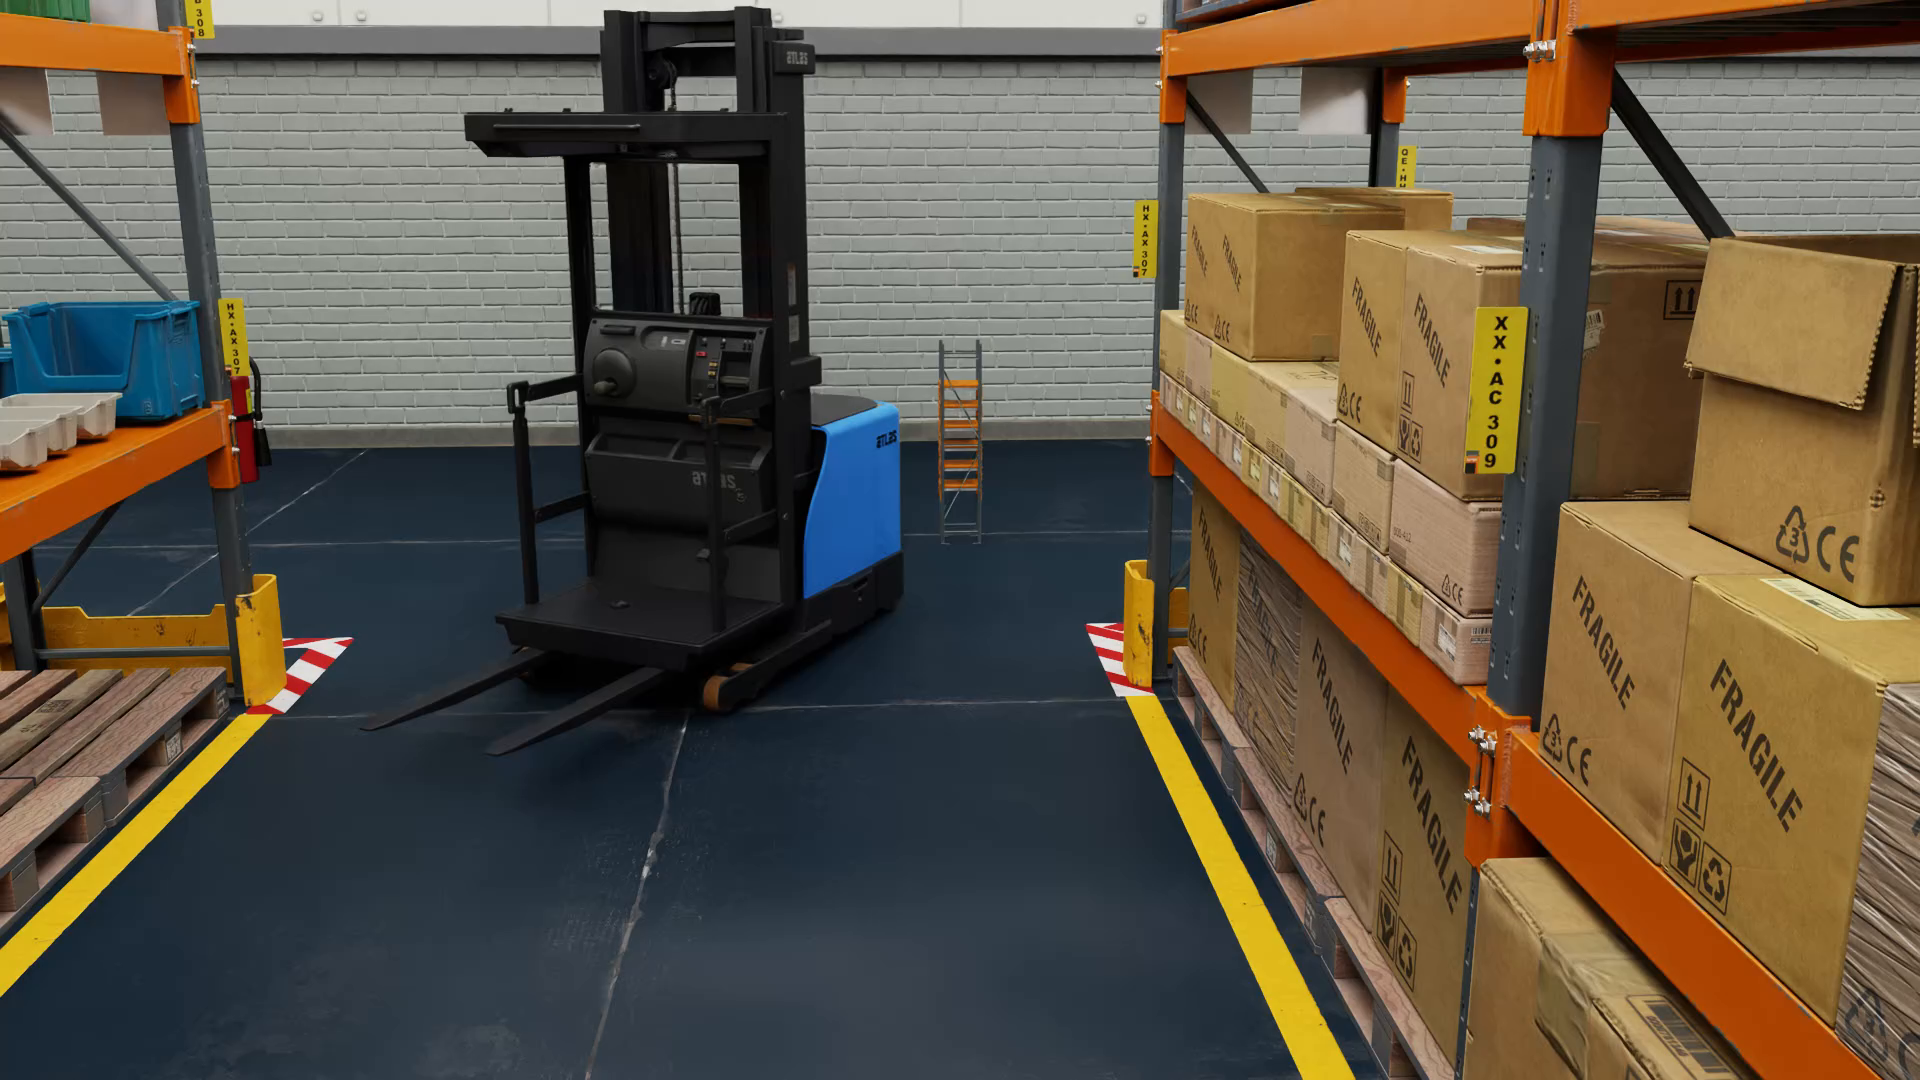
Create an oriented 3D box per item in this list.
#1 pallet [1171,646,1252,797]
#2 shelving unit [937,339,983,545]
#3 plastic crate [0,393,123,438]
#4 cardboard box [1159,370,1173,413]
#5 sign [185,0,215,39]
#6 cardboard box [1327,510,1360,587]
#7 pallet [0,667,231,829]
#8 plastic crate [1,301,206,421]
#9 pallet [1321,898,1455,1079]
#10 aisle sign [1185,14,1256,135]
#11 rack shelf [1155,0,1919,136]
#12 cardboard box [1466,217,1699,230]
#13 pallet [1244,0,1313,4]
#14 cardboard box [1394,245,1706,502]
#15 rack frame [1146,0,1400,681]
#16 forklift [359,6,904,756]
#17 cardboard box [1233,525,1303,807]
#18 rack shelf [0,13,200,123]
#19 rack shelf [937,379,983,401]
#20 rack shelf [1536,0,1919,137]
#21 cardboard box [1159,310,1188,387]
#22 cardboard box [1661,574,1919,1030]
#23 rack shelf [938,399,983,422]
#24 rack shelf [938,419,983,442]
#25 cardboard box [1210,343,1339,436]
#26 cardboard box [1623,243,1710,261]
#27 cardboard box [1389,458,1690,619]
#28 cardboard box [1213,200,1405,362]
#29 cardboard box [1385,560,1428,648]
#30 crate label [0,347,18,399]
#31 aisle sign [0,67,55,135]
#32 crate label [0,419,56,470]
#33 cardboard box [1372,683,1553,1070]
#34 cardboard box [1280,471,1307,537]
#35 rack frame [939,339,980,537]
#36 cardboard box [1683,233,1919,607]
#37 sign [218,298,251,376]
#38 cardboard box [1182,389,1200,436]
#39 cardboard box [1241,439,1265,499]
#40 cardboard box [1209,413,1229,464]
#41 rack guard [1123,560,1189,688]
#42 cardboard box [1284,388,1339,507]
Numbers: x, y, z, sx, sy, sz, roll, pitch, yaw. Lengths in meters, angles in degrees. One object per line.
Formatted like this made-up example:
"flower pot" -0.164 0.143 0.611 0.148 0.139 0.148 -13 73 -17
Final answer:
"pallet" 1.475 0.713 6.833 1.003 0.211 1.213 -1 14 -3
"shelving unit" 0.001 -0.577 9.863 0.258 1.200 0.189 -1 14 -3
"plastic crate" -3.365 -0.460 6.204 0.396 0.136 0.243 -1 14 -3
"cardboard box" 1.040 -0.620 6.922 0.380 0.149 0.250 -1 14 -3
"sign" -3.048 -2.173 6.644 0.100 0.325 0.005 -1 14 -3
"cardboard box" 1.202 0.018 4.439 0.380 0.149 0.250 -1 14 -2
"pallet" -3.583 0.797 6.504 1.003 0.211 1.213 -1 14 -3
"plastic crate" -3.389 -0.725 6.632 0.616 0.435 0.499 -1 14 -3
"pallet" 1.626 1.320 4.474 1.003 0.211 1.213 -1 14 -3
"aisle sign" 1.044 -2.108 6.981 0.394 0.787 0.004 -1 14 -3
"rack shelf" 1.472 -1.442 5.036 1.077 0.370 4.000 -1 14 -3
"cardboard box" 1.761 -0.650 4.733 0.500 0.500 0.500 -1 14 -5
"pallet" 1.483 -1.757 4.992 1.003 0.211 1.213 -1 14 -3
"cardboard box" 1.300 -0.385 3.704 0.500 0.500 0.500 0 14 -2
"rack frame" 1.348 -0.835 7.254 1.000 3.000 0.127 -1 14 -3
"forklift" -1.364 -0.795 7.234 1.130 2.935 3.031 7 16 24
"cardboard box" 1.523 0.374 5.973 0.875 0.875 0.875 -1 14 -3
"rack shelf" -3.472 -1.366 4.739 1.077 0.370 4.000 -1 14 -3
"rack shelf" 0.001 -0.883 9.784 0.258 0.103 0.180 -1 14 -3
"rack shelf" 1.719 -0.448 1.170 1.077 0.370 4.000 -1 14 -3
"cardboard box" 1.108 -0.783 6.755 0.500 0.250 0.500 -1 14 -5
"cardboard box" 1.406 0.354 2.429 0.500 0.500 0.500 -1 14 -3
"rack shelf" 0.001 -0.767 9.814 0.258 0.103 0.180 -1 14 -3
"rack shelf" 0.001 -0.651 9.844 0.258 0.103 0.180 -1 14 -3
"cardboard box" 1.174 -0.529 5.767 0.500 0.250 0.500 -1 14 -5
"cardboard box" 1.821 -0.398 3.754 0.500 0.500 0.500 -1 14 -3
"cardboard box" 1.306 -0.018 3.780 0.500 0.250 0.500 -1 14 -4
"cardboard box" 1.177 -0.893 5.678 0.500 0.500 0.500 -1 14 -5
"cardboard box" 1.233 0.146 3.943 0.380 0.149 0.250 -1 14 -2
"crate label" -3.909 -0.640 6.711 0.416 0.233 0.303 -1 14 -3
"aisle sign" -3.897 -2.031 6.684 0.394 0.787 0.004 -1 14 -3
"crate label" -3.319 -0.319 5.656 0.396 0.136 0.243 -1 14 -3
"cardboard box" 1.634 0.820 4.242 0.875 0.875 0.875 -1 14 -3
"cardboard box" 1.170 -0.109 4.936 0.380 0.149 0.250 -1 14 -4
"rack frame" -0.005 -0.600 9.951 0.240 1.200 0.006 -1 14 -3
"cardboard box" 1.643 -0.216 2.633 0.797 0.503 0.637 -1 14 -5
"sign" -3.048 -0.851 6.985 0.100 0.325 0.005 -1 14 -3
"cardboard box" 1.074 -0.493 6.427 0.380 0.149 0.250 -1 14 -5
"cardboard box" 1.137 -0.238 5.435 0.380 0.149 0.250 -1 14 -5
"cardboard box" 1.106 -0.365 5.929 0.380 0.149 0.250 -1 14 -5
"rack guard" 1.346 0.369 7.588 1.175 0.500 0.348 -1 14 -3
"cardboard box" 1.240 -0.273 4.773 0.500 0.250 0.500 -1 14 -2
